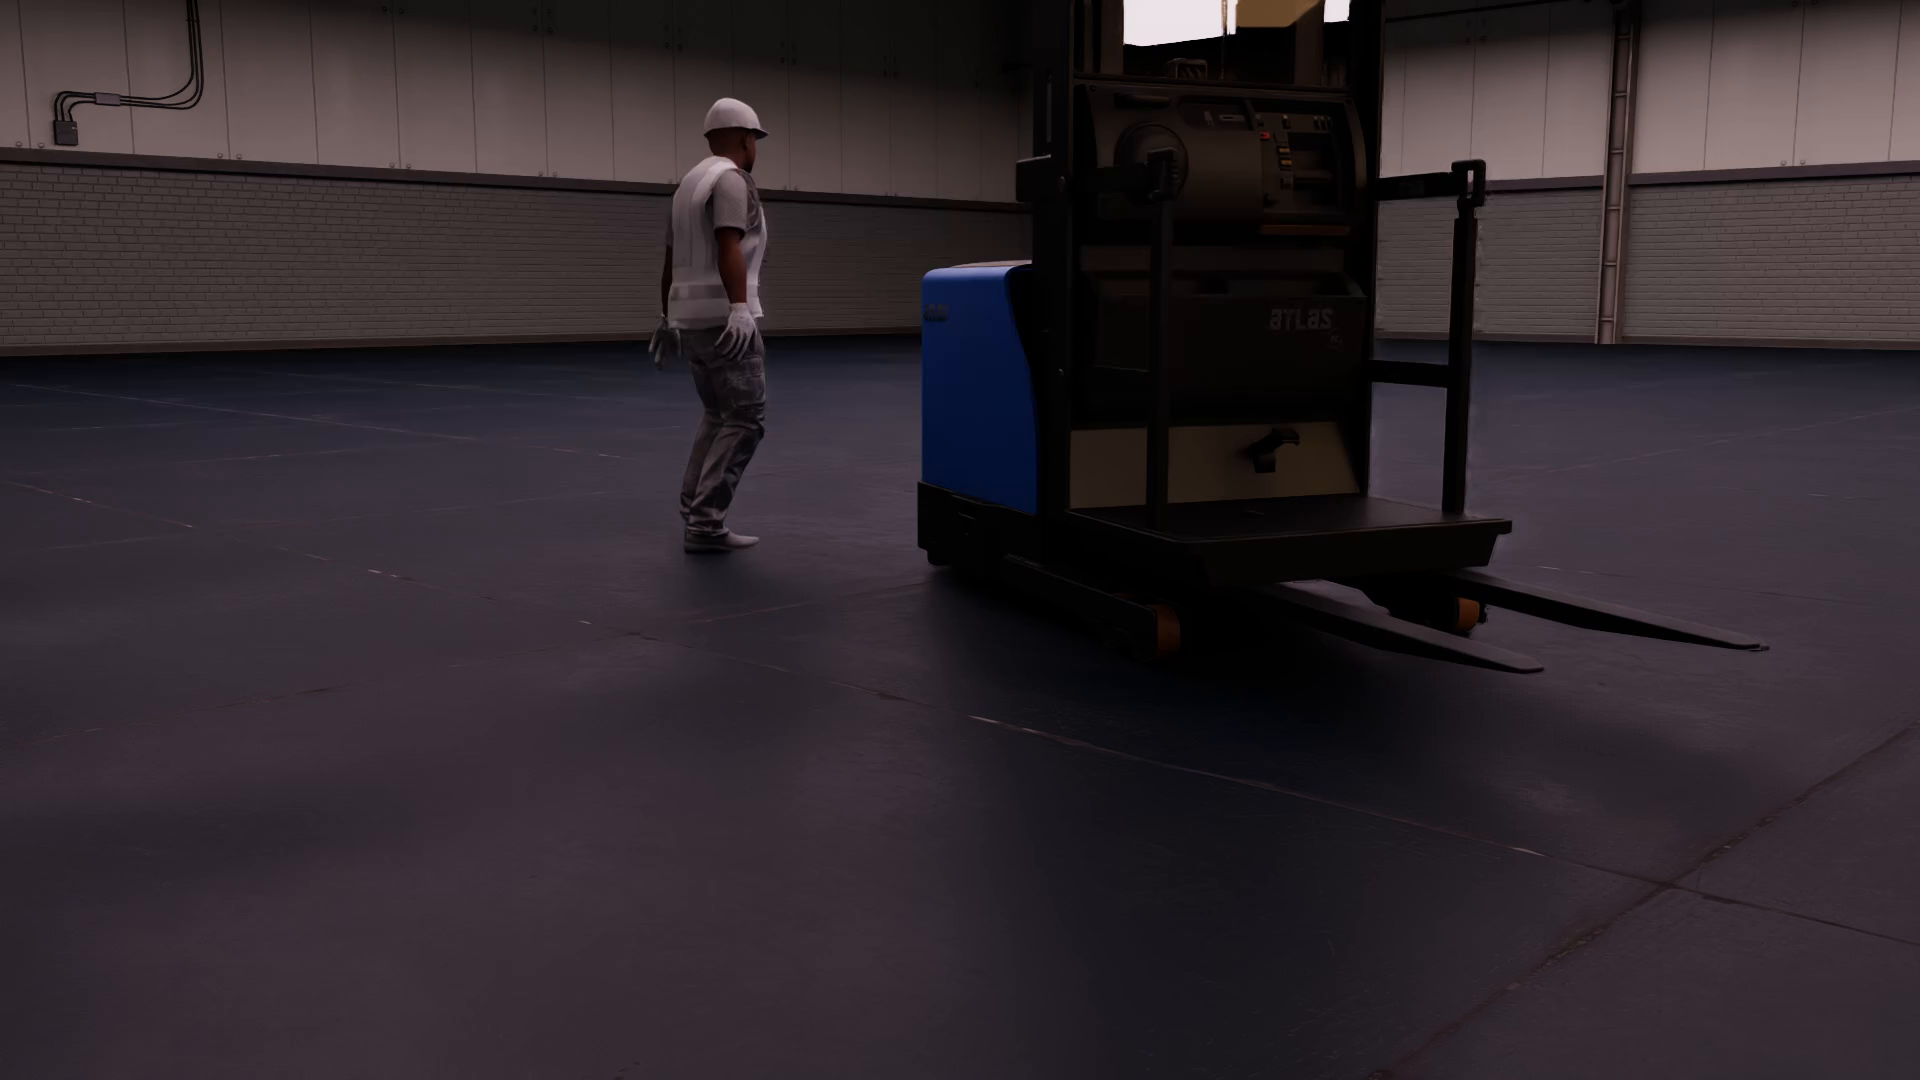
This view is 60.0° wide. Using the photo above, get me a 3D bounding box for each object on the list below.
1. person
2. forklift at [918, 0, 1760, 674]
[{"bbox_3d":[-0.926,-0.840,6.508,0.454,1.746,0.894,-5,10,-29],"label":"person"},{"bbox_3d":[0.882,-1.186,4.748,1.130,2.935,3.031,-4,9,-22],"label":"forklift"}]
